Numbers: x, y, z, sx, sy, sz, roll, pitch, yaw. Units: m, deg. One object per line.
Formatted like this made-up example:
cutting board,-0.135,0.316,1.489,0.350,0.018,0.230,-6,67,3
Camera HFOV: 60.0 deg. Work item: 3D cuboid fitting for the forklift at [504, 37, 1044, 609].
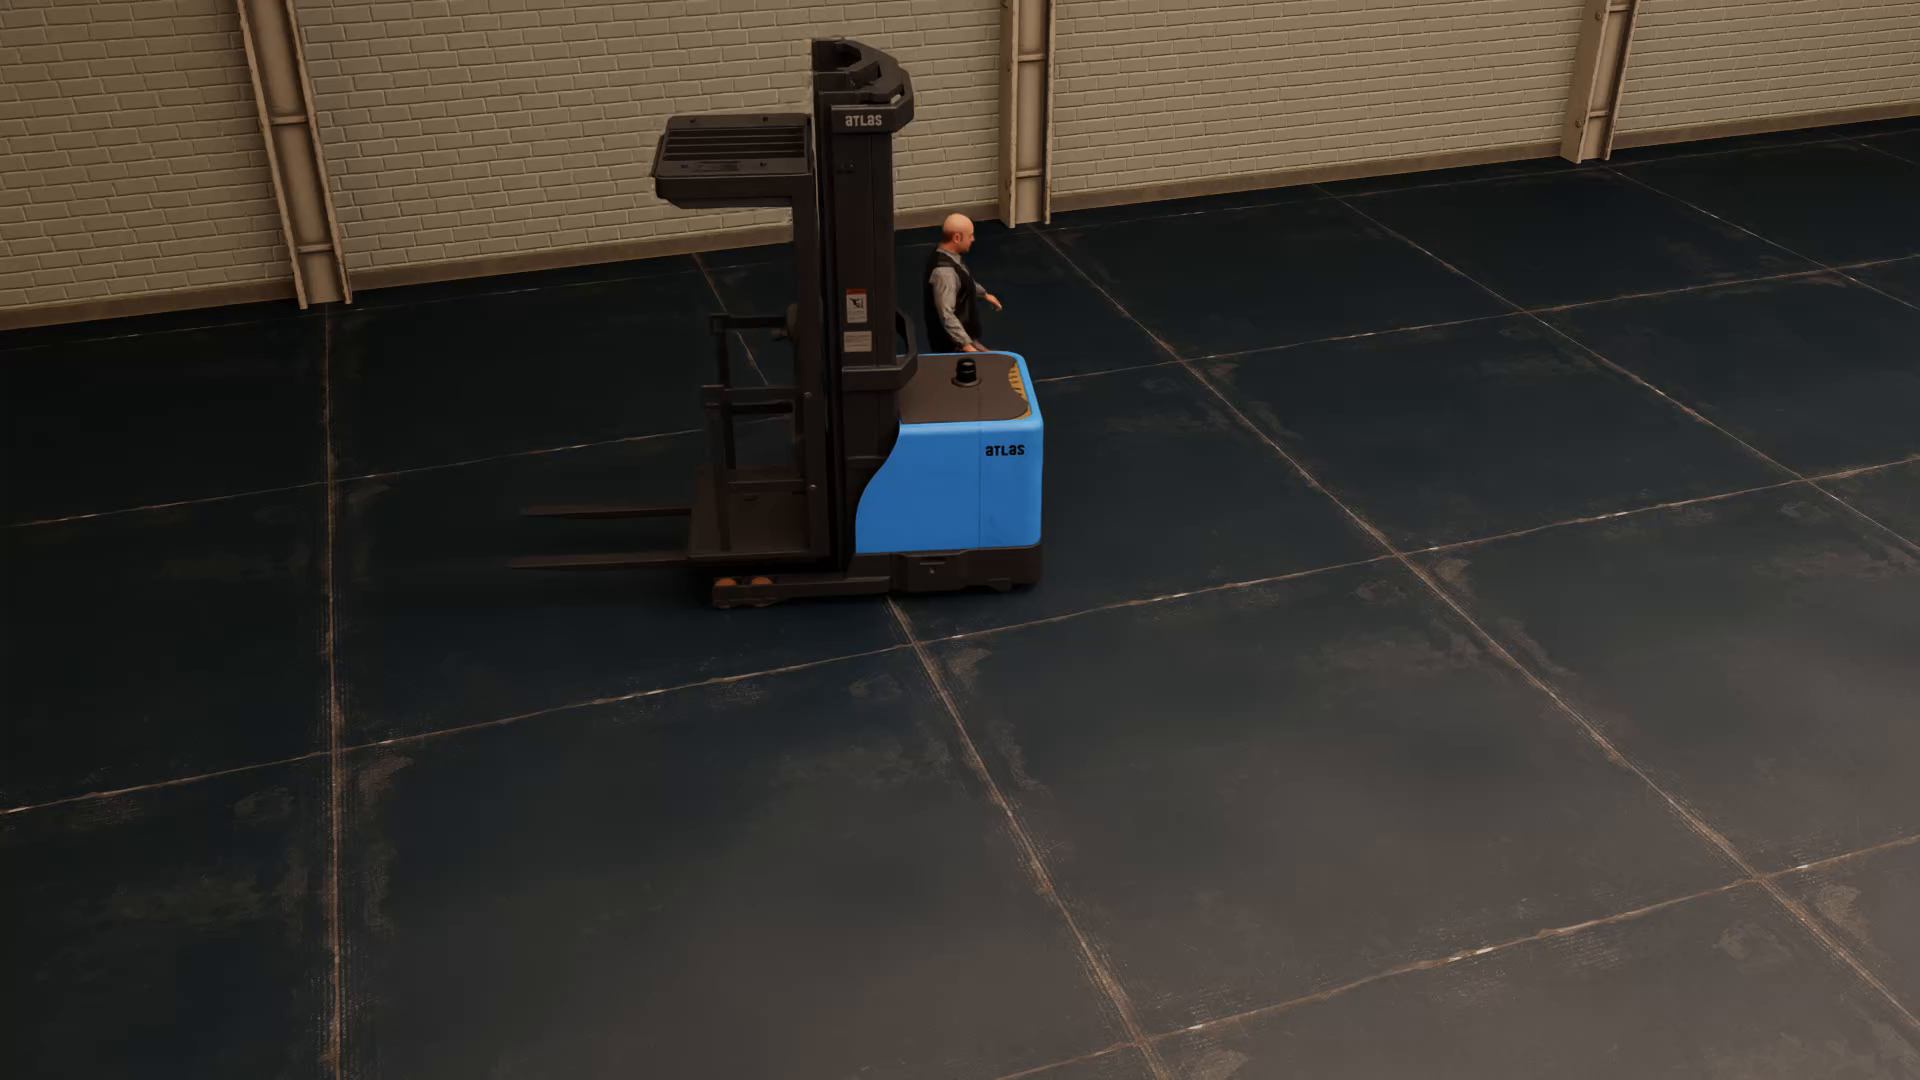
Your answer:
forklift,-1.077,-1.160,9.103,3.031,2.935,1.130,-2,30,-4

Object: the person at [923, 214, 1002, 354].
person,0.012,-1.355,10.837,0.714,1.591,0.939,1,30,1
